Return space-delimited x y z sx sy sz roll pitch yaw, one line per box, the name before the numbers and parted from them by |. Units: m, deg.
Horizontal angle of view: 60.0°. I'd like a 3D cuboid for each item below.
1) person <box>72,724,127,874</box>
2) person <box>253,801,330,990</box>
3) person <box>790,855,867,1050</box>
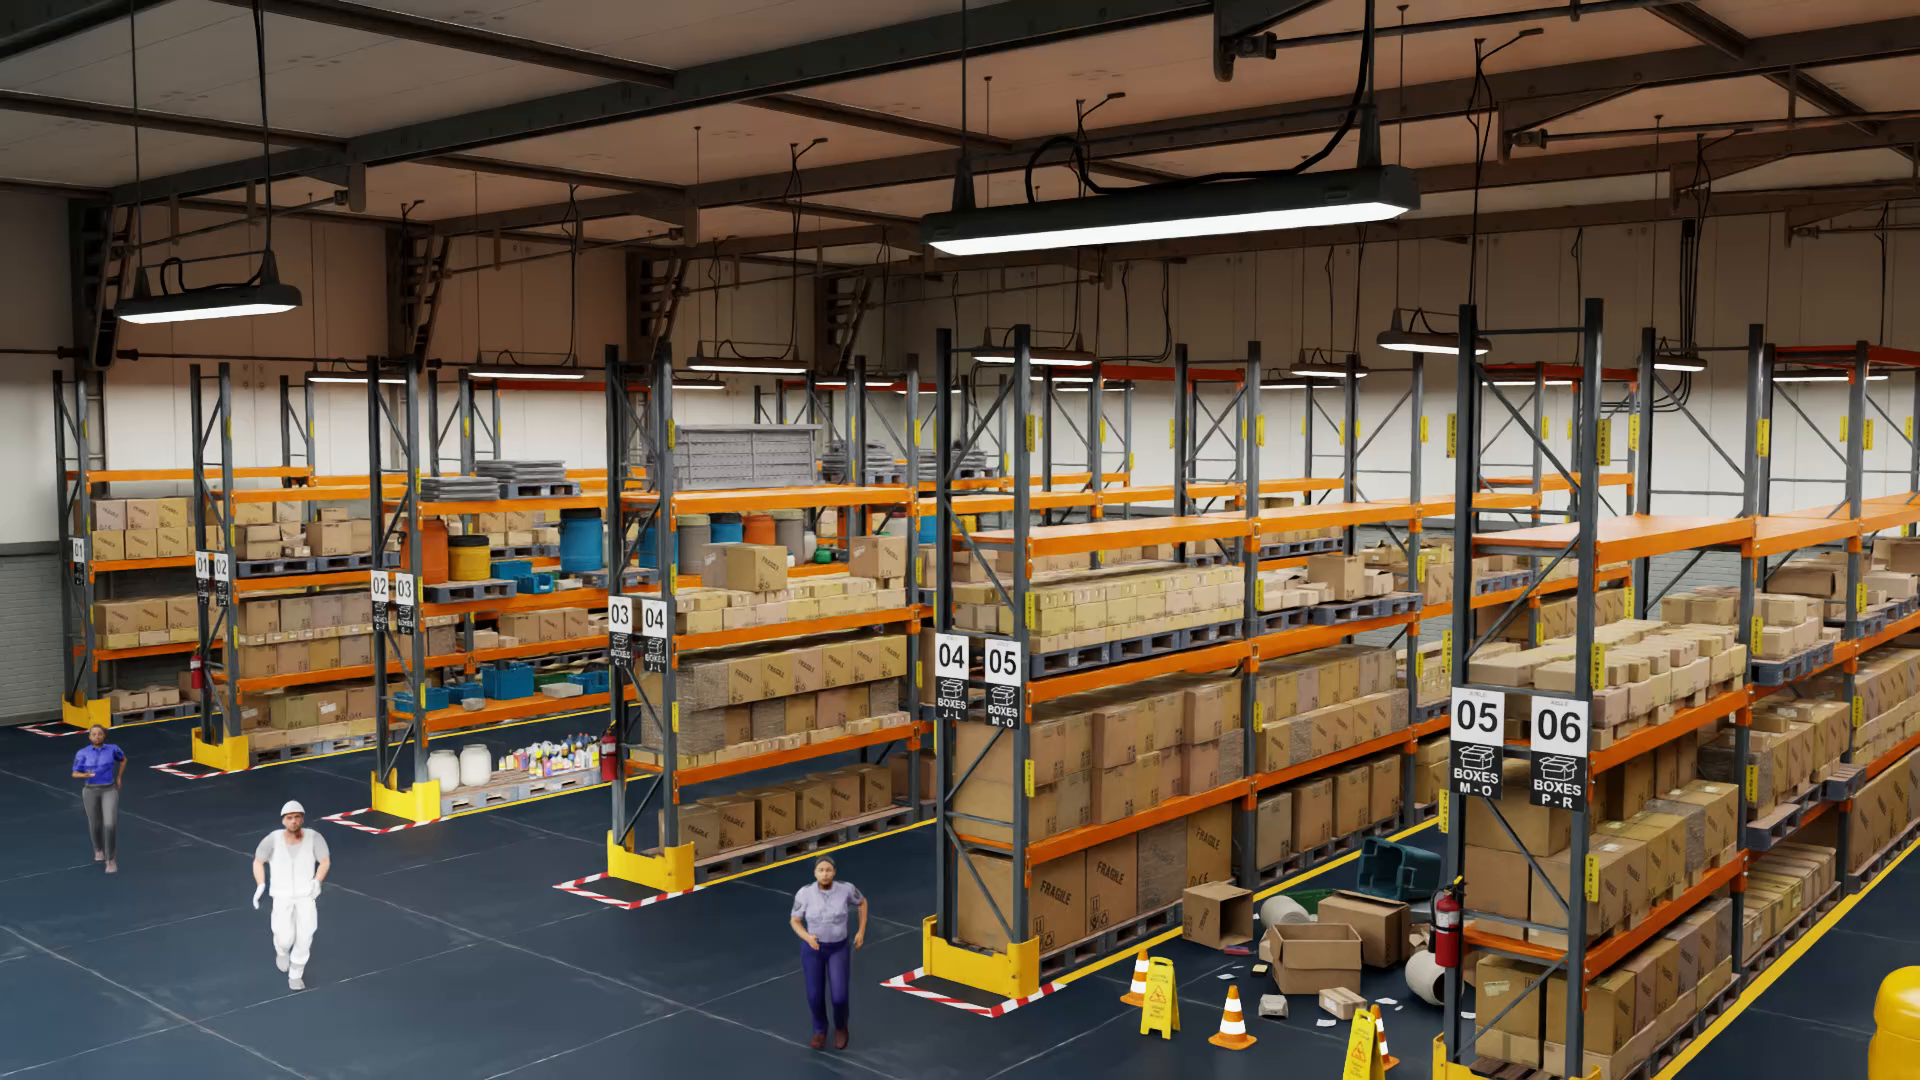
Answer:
person | -9.879 2.963 19.113 0.562 1.713 0.735 -2 5 -26
person | -6.038 3.217 15.049 0.659 1.733 0.606 -2 5 -25
person | -1.066 3.381 13.546 0.632 1.637 0.629 0 4 -4
